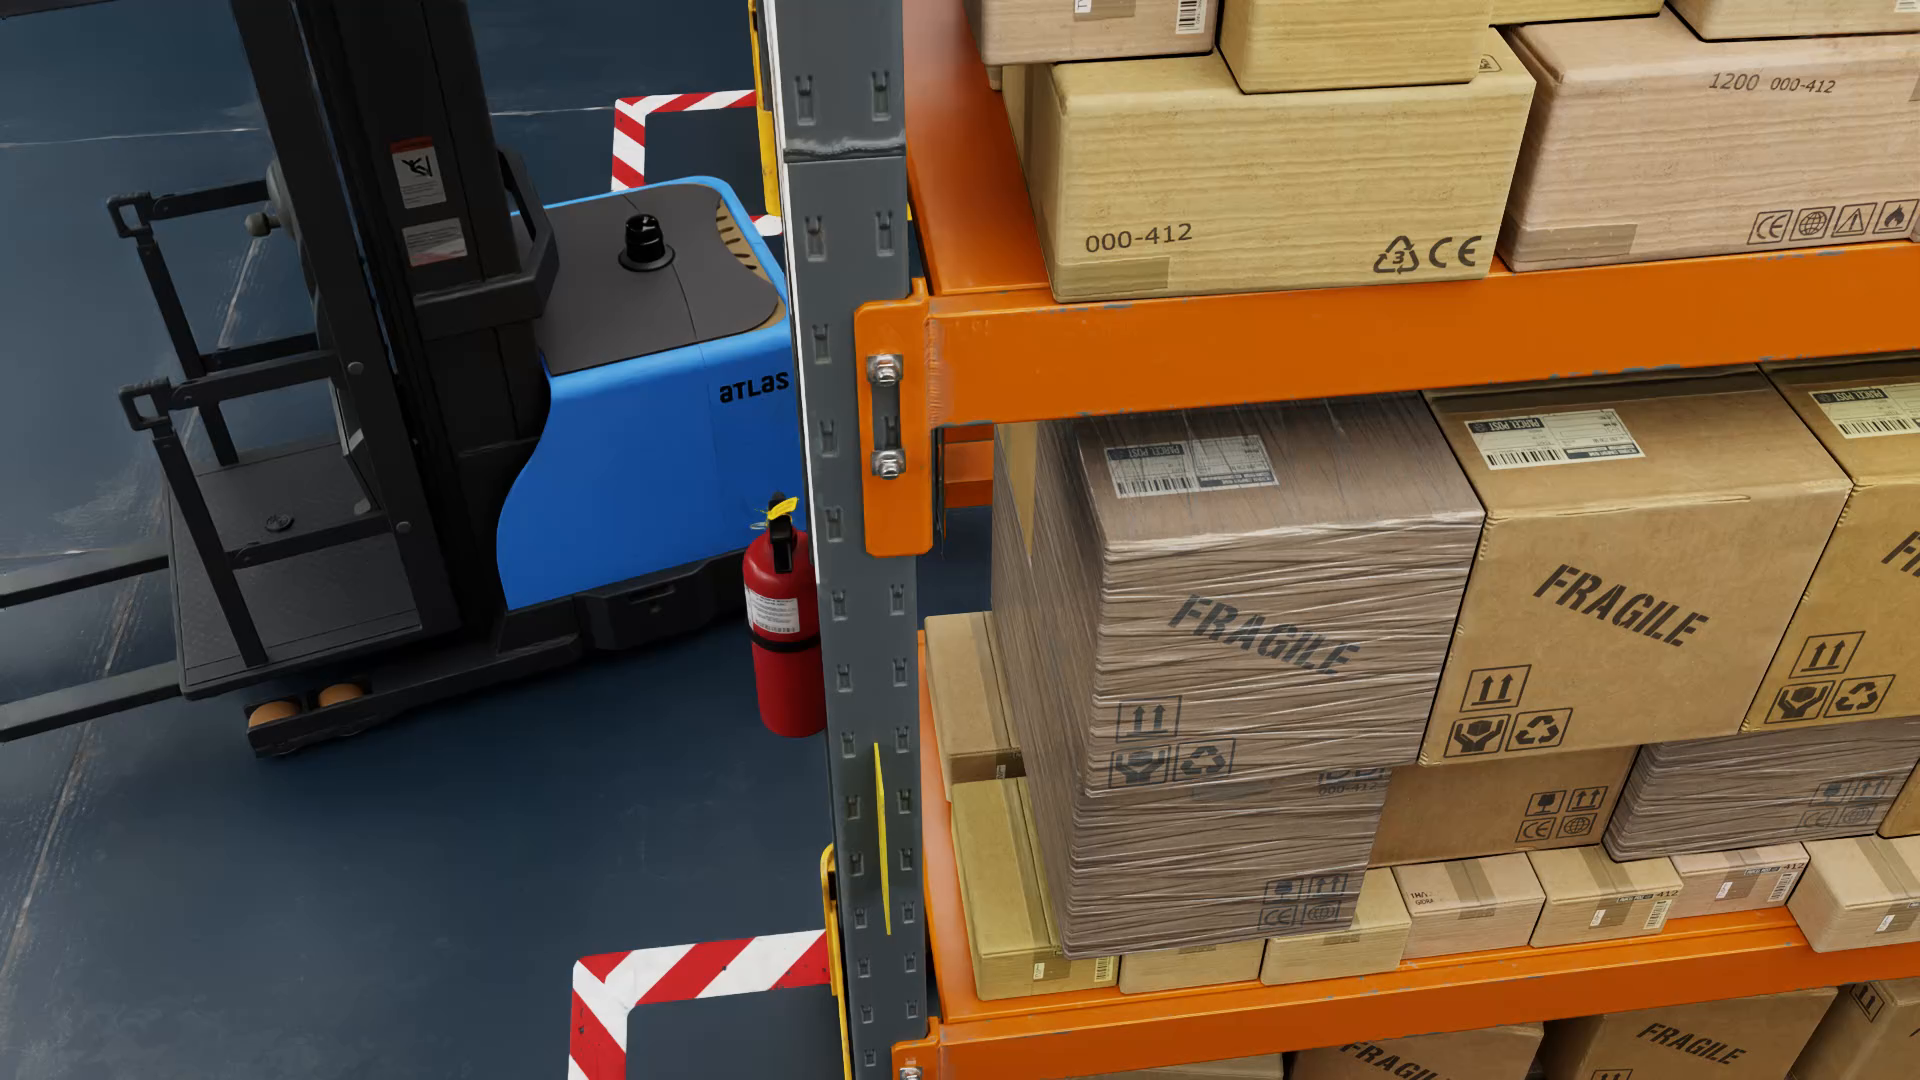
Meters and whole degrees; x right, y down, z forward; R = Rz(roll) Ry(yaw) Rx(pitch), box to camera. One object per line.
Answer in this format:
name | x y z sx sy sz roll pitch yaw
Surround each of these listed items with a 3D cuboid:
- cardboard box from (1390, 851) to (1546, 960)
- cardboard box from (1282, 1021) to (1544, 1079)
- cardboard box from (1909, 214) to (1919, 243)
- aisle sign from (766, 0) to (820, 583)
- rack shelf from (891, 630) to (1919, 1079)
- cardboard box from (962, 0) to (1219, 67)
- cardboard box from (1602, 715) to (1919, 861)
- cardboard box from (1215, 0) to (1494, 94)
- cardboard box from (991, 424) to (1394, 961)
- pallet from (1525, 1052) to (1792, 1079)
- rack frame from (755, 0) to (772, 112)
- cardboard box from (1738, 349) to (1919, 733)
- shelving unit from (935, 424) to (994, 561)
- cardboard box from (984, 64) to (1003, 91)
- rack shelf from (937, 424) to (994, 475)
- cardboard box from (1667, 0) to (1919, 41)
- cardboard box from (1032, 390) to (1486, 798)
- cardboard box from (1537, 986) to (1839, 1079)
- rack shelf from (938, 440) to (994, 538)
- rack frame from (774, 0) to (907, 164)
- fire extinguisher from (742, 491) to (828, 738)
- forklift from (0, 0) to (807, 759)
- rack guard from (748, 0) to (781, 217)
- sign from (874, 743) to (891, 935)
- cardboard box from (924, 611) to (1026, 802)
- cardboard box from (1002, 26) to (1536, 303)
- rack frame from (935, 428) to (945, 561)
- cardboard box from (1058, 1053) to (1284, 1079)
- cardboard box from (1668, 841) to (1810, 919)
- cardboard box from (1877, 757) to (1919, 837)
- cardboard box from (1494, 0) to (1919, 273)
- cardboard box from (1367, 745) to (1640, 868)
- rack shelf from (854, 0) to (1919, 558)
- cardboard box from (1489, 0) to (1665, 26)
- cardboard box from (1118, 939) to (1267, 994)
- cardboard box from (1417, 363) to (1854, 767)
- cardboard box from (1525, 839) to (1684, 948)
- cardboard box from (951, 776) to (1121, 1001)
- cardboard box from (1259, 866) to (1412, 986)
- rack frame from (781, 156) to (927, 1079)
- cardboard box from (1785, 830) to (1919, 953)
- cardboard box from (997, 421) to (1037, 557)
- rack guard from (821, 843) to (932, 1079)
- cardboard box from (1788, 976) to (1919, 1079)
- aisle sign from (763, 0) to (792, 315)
cardboard box | 0.877 0.563 3.074 0.250 0.149 0.380 -5 42 -6
cardboard box | 1.028 1.047 3.903 0.500 0.500 0.500 5 42 6
cardboard box | 1.332 -0.625 2.076 0.500 0.250 0.500 -5 42 -6
aisle sign | -0.204 -0.368 1.978 0.004 0.787 0.394 -5 42 -6
rack shelf | 1.801 0.486 3.509 4.000 0.370 1.077 -5 42 -6
cardboard box | 0.121 -0.684 1.844 0.250 0.149 0.380 -5 42 -6
cardboard box | 1.349 0.077 3.128 0.500 0.500 0.875 -5 42 -6
cardboard box | 0.391 -0.643 1.798 0.250 0.149 0.380 -4 42 -5
cardboard box | 0.367 0.215 2.975 0.500 0.500 0.875 -5 42 -6
pallet | 1.911 1.270 4.184 1.213 0.211 1.003 -5 42 -6
rack frame | -0.824 -2.897 6.722 0.127 3.000 1.000 -5 42 -6
cardboard box | 1.391 -0.076 2.552 0.500 0.500 0.500 -5 42 -6
shelving unit | 0.053 -0.394 5.404 0.252 1.050 0.215 -5 42 -6
cardboard box | 0.263 -0.876 2.355 0.500 0.250 0.500 -4 42 -5
rack shelf | 0.053 -0.387 5.411 0.240 0.259 0.215 -5 42 -6
cardboard box | 0.905 -0.723 1.886 0.250 0.149 0.380 -3 42 -4
cardboard box | 0.399 0.007 2.460 0.500 0.500 0.500 -5 42 -6
cardboard box | 1.651 1.005 3.949 0.500 0.500 0.500 -1 42 -2
rack shelf | 0.053 -0.180 5.597 0.240 0.259 0.215 -5 42 -6
rack frame | -0.182 -1.835 1.066 0.127 3.000 1.000 -5 42 -6
fire extinguisher | -0.355 0.125 3.430 0.183 0.674 0.296 -5 42 -6
forklift | -1.983 -0.842 4.495 3.031 2.935 1.130 -15 44 -16
rack guard | -0.755 -2.007 7.602 0.348 0.500 1.175 -5 42 -6
sign | -0.111 0.431 2.386 0.005 0.325 0.100 -5 42 -6
cardboard box | 0.074 0.324 3.339 0.250 0.149 0.380 -5 42 -6
cardboard box | 0.329 -0.536 1.977 0.500 0.250 0.500 -4 42 -4
rack frame | -0.068 -0.384 5.392 0.008 1.050 0.200 -5 42 -6
cardboard box | 0.439 1.121 3.820 0.500 0.500 0.500 2 42 2
cardboard box | 1.370 0.506 3.137 0.250 0.149 0.380 -5 42 -6
cardboard box | 1.846 0.042 3.168 0.500 0.500 0.875 -5 42 -6
cardboard box | 0.840 -0.585 2.031 0.500 0.250 0.500 -6 42 -6
cardboard box | 0.847 0.092 3.112 0.500 0.500 0.875 -5 42 -6
rack shelf | 1.801 -0.628 2.504 4.000 0.370 1.077 -5 42 -6
cardboard box | 0.625 -0.746 1.913 0.250 0.149 0.380 -6 42 -6
cardboard box | 0.382 0.610 3.022 0.250 0.149 0.380 -5 42 -6
cardboard box | 0.896 -0.032 2.503 0.500 0.500 0.500 -5 42 -6
cardboard box | 1.126 0.546 3.093 0.250 0.149 0.380 -5 42 -6
cardboard box | 0.132 0.619 3.012 0.250 0.149 0.380 -5 42 -6
cardboard box | 0.632 0.598 3.035 0.250 0.149 0.380 -5 42 -6
rack frame | -0.182 0.392 3.076 0.127 3.000 1.000 -5 42 -6
cardboard box | 1.632 0.553 3.085 0.250 0.149 0.380 -5 42 -6
cardboard box | 0.331 -0.338 2.842 0.500 0.500 0.500 -5 42 -6
rack guard | -0.107 1.314 3.920 0.348 0.500 1.175 -5 42 -6
cardboard box | 2.210 0.986 3.970 0.500 0.500 0.500 -9 43 -9
aisle sign | -0.282 -0.767 2.420 0.004 0.787 0.394 -5 42 -6
